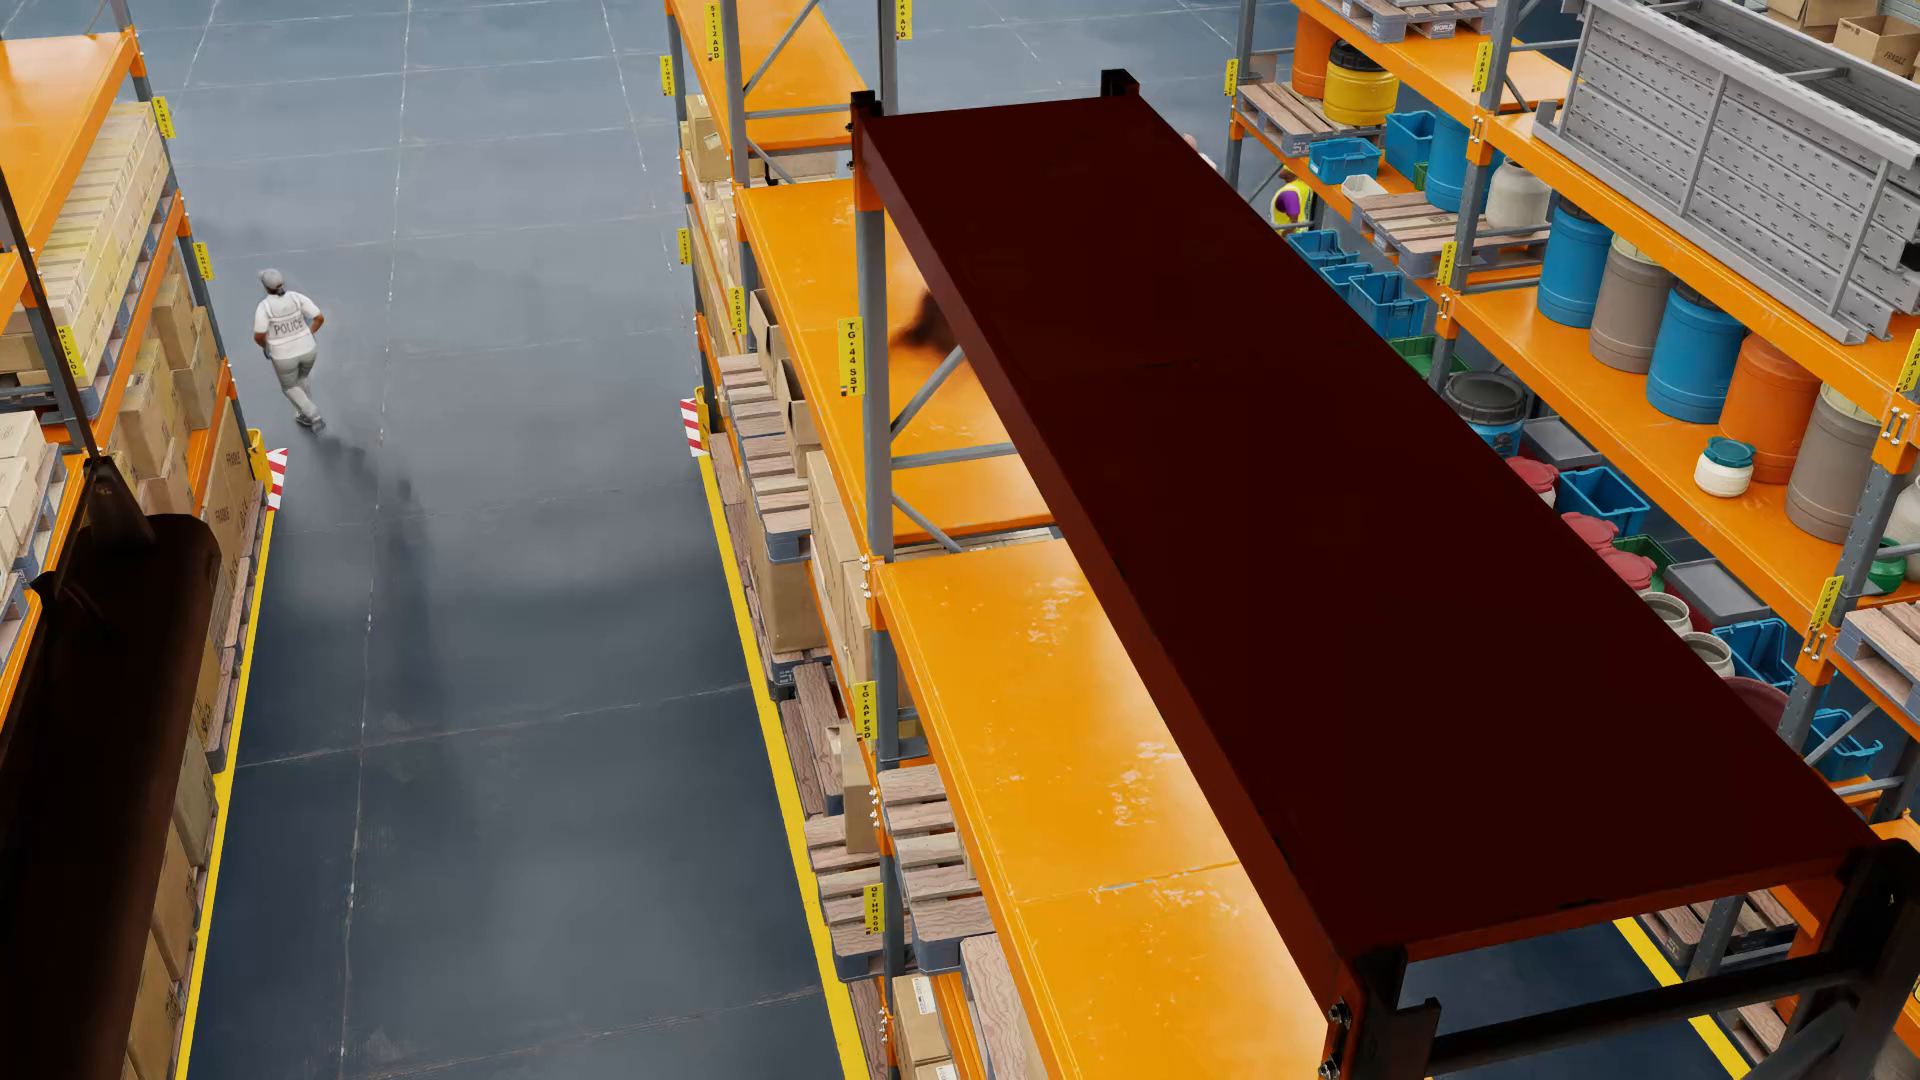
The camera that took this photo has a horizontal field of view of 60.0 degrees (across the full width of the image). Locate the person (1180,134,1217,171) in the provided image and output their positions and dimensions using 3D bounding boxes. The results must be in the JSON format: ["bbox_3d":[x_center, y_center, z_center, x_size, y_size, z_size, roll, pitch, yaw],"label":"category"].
[{"bbox_3d":[2.335,-3.394,17.480,0.850,1.832,0.730,9,35,13],"label":"person"}]

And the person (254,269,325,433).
[{"bbox_3d":[-6.072,-1.700,15.136,0.728,1.634,0.625,29,44,35],"label":"person"}]

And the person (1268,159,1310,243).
[{"bbox_3d":[3.357,-3.195,17.238,0.622,1.731,0.767,20,39,27],"label":"person"}]
